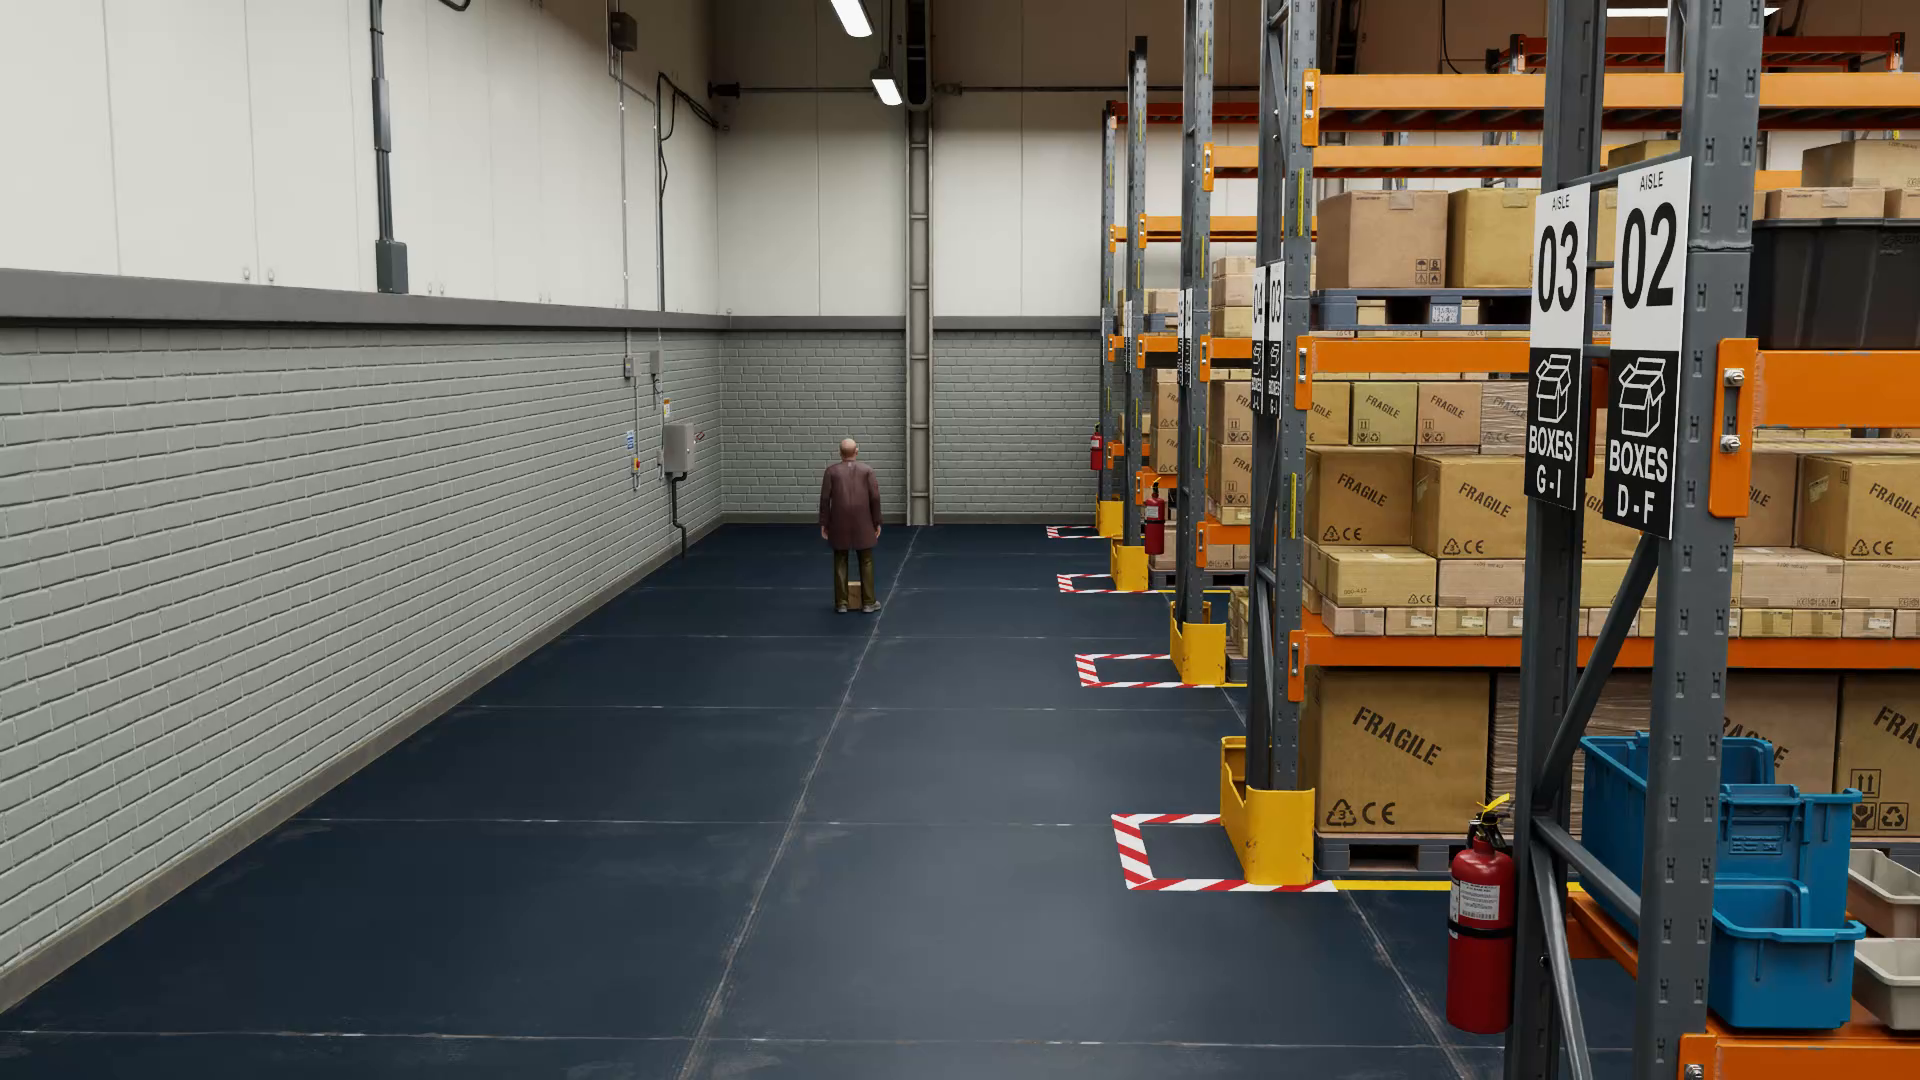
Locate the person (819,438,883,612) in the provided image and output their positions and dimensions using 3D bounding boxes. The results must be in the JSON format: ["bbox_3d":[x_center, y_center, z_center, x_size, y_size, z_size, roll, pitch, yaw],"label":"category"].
[{"bbox_3d":[-1.119,-0.149,17.025,0.656,1.774,0.418,0,7,-1],"label":"person"}]
